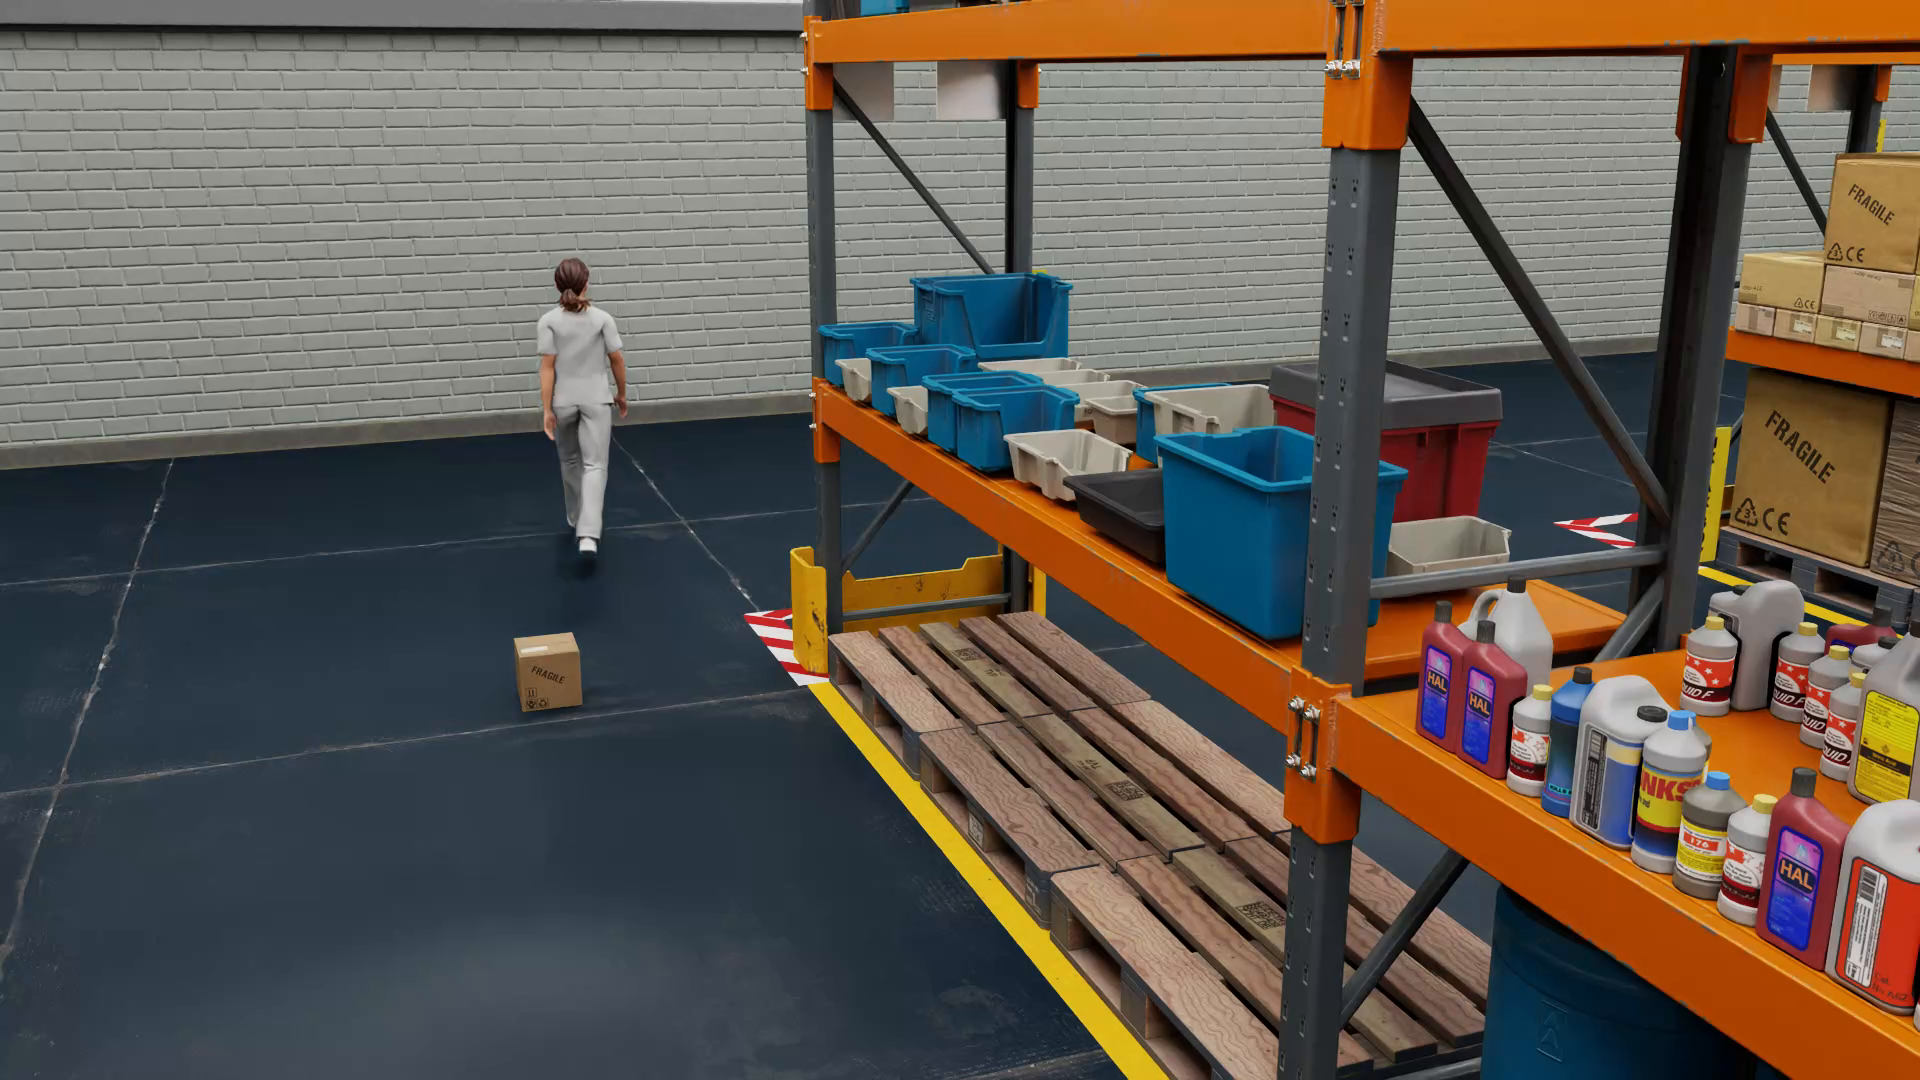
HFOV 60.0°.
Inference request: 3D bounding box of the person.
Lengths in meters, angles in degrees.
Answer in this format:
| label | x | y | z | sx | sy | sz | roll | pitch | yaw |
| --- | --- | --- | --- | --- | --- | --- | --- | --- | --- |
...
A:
| label | x | y | z | sx | sy | sz | roll | pitch | yaw |
| --- | --- | --- | --- | --- | --- | --- | --- | --- | --- |
| person | -2.077 | -0.749 | 9.212 | 0.458 | 1.618 | 1.049 | -2 | 16 | -9 |
